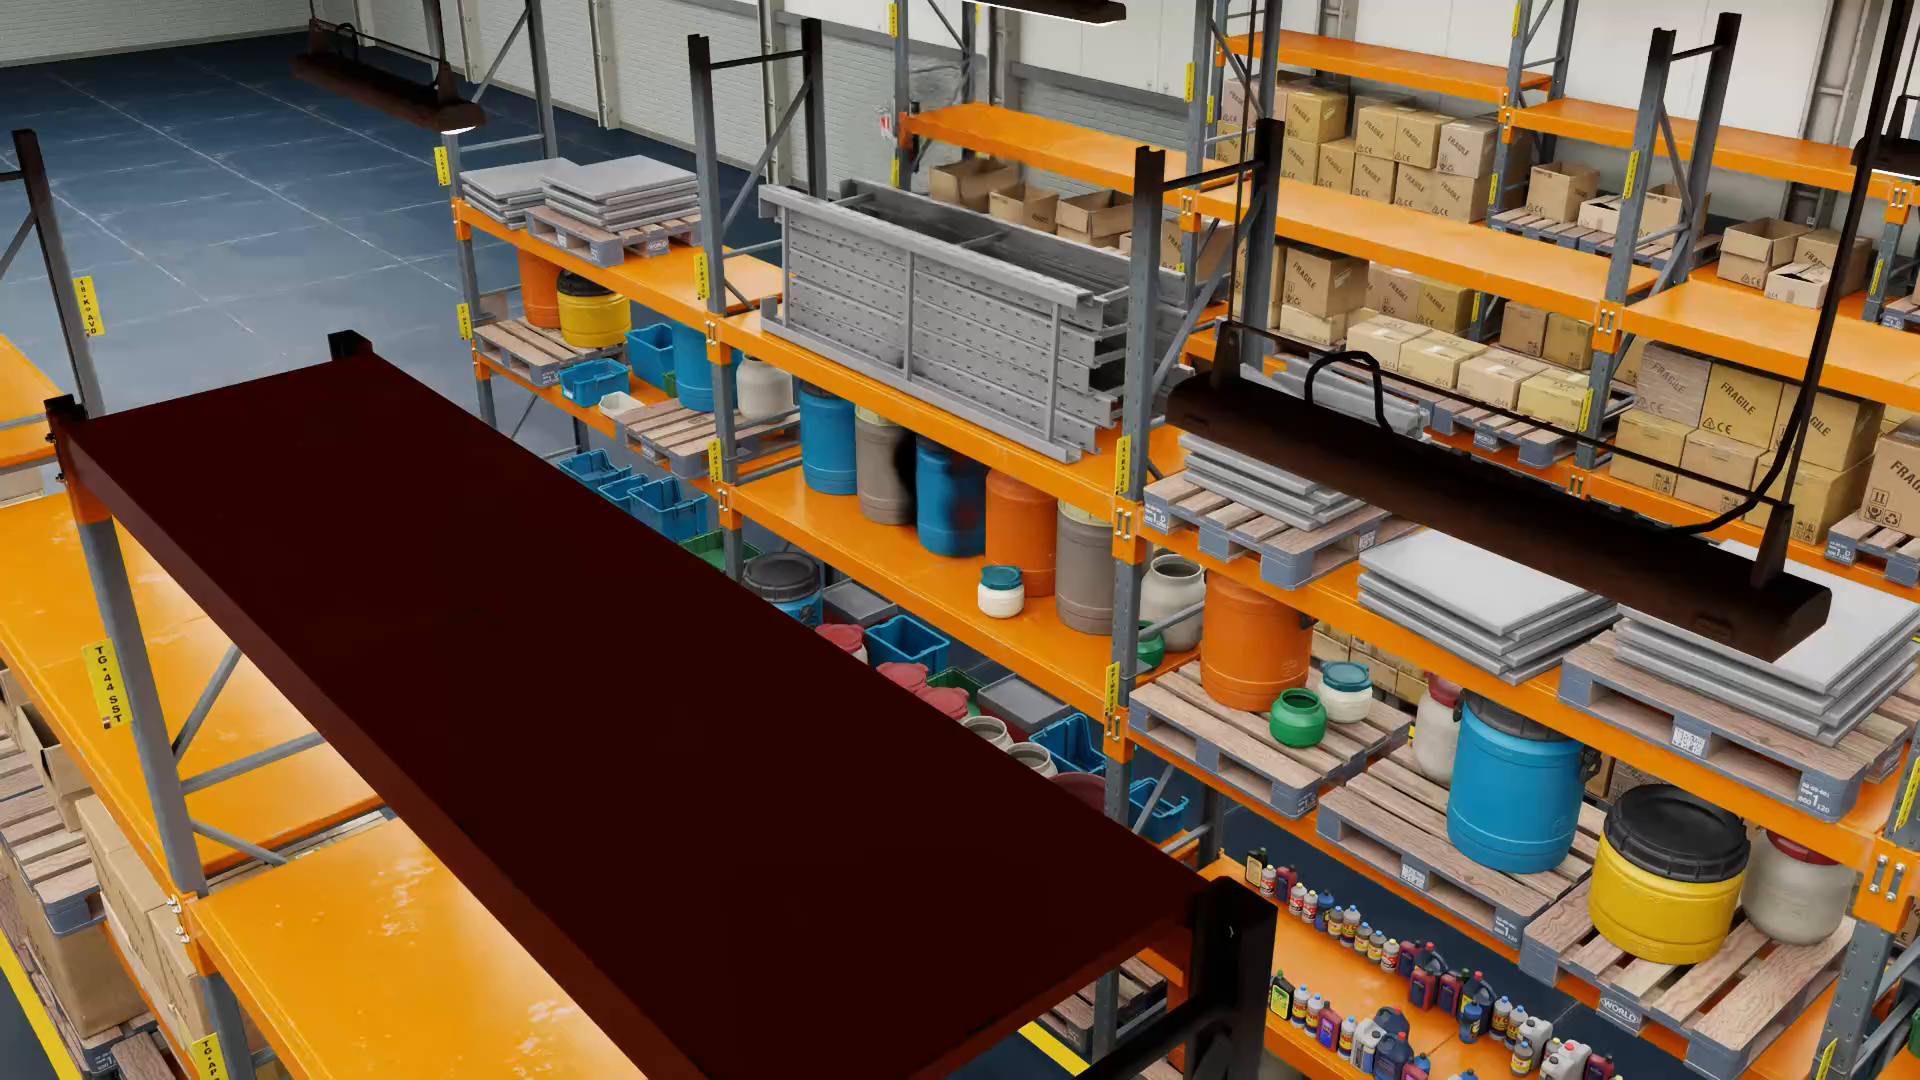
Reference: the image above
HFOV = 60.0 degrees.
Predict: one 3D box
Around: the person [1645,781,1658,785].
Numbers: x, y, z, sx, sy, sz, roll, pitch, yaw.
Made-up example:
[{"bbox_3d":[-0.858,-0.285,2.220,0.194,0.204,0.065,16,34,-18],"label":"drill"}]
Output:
[{"bbox_3d":[4.521,2.357,11.095,0.585,1.695,0.727,-23,35,-38],"label":"person"}]
